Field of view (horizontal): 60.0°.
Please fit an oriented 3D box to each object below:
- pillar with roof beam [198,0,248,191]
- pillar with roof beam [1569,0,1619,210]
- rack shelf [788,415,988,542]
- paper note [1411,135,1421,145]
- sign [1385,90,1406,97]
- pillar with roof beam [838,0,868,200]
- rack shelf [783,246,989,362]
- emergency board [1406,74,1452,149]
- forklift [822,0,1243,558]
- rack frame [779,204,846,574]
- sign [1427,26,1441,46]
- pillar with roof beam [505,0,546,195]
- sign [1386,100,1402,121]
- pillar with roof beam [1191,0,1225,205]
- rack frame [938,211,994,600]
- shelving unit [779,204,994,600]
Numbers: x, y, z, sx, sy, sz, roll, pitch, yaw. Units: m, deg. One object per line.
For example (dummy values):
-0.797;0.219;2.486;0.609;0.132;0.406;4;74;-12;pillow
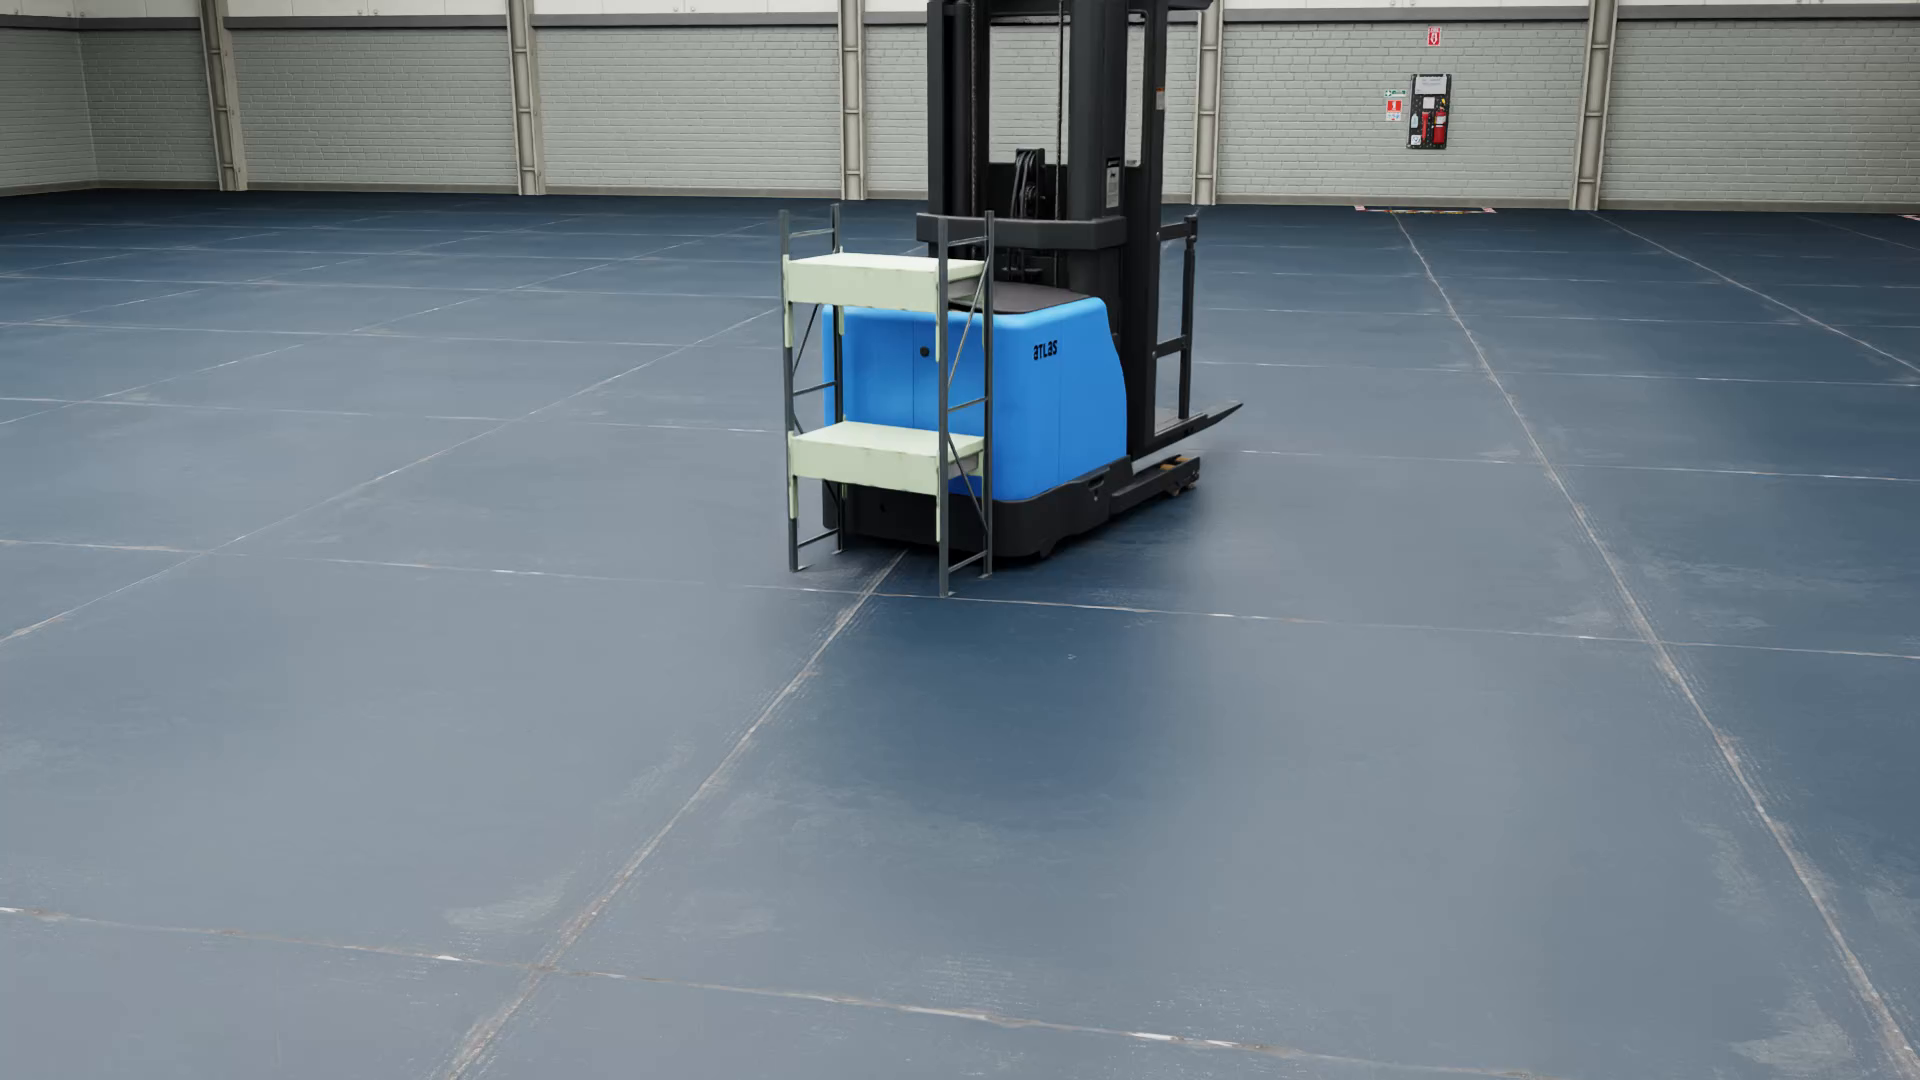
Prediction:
-14.442;-9.756;25.854;0.400;9.000;9.100;3;16;11;pillar with roof beam
9.077;-8.479;21.245;0.400;9.000;9.100;3;16;11;pillar with roof beam
-0.292;-0.266;6.866;0.720;0.370;0.431;9;18;29;rack shelf
7.361;-6.458;26.839;0.142;0.148;0.016;3;16;11;paper note
7.002;-7.182;26.741;0.331;0.109;0.001;3;16;11;sign
-2.683;-9.117;23.549;0.400;9.000;9.100;3;16;11;pillar with roof beam
-0.292;-0.957;6.674;0.720;0.370;0.431;9;18;29;rack shelf
7.520;-6.856;26.622;0.643;1.169;0.194;3;16;11;emergency board
0.562;-1.679;8.064;1.130;2.935;3.031;9;18;29;forklift
-0.610;-0.629;6.954;0.023;1.500;0.400;9;18;29;rack frame
7.532;-7.999;26.408;0.199;0.298;0.001;3;16;11;sign
-8.562;-9.437;24.702;0.400;9.000;9.100;3;16;11;pillar with roof beam
6.999;-6.929;26.821;0.234;0.329;0.001;3;16;11;sign
3.197;-8.798;22.397;0.400;9.000;9.100;3;16;11;pillar with roof beam
0.026;-0.532;6.604;0.023;1.500;0.400;9;18;29;rack frame
-0.292;-0.581;6.779;0.755;1.500;0.431;9;18;29;shelving unit
